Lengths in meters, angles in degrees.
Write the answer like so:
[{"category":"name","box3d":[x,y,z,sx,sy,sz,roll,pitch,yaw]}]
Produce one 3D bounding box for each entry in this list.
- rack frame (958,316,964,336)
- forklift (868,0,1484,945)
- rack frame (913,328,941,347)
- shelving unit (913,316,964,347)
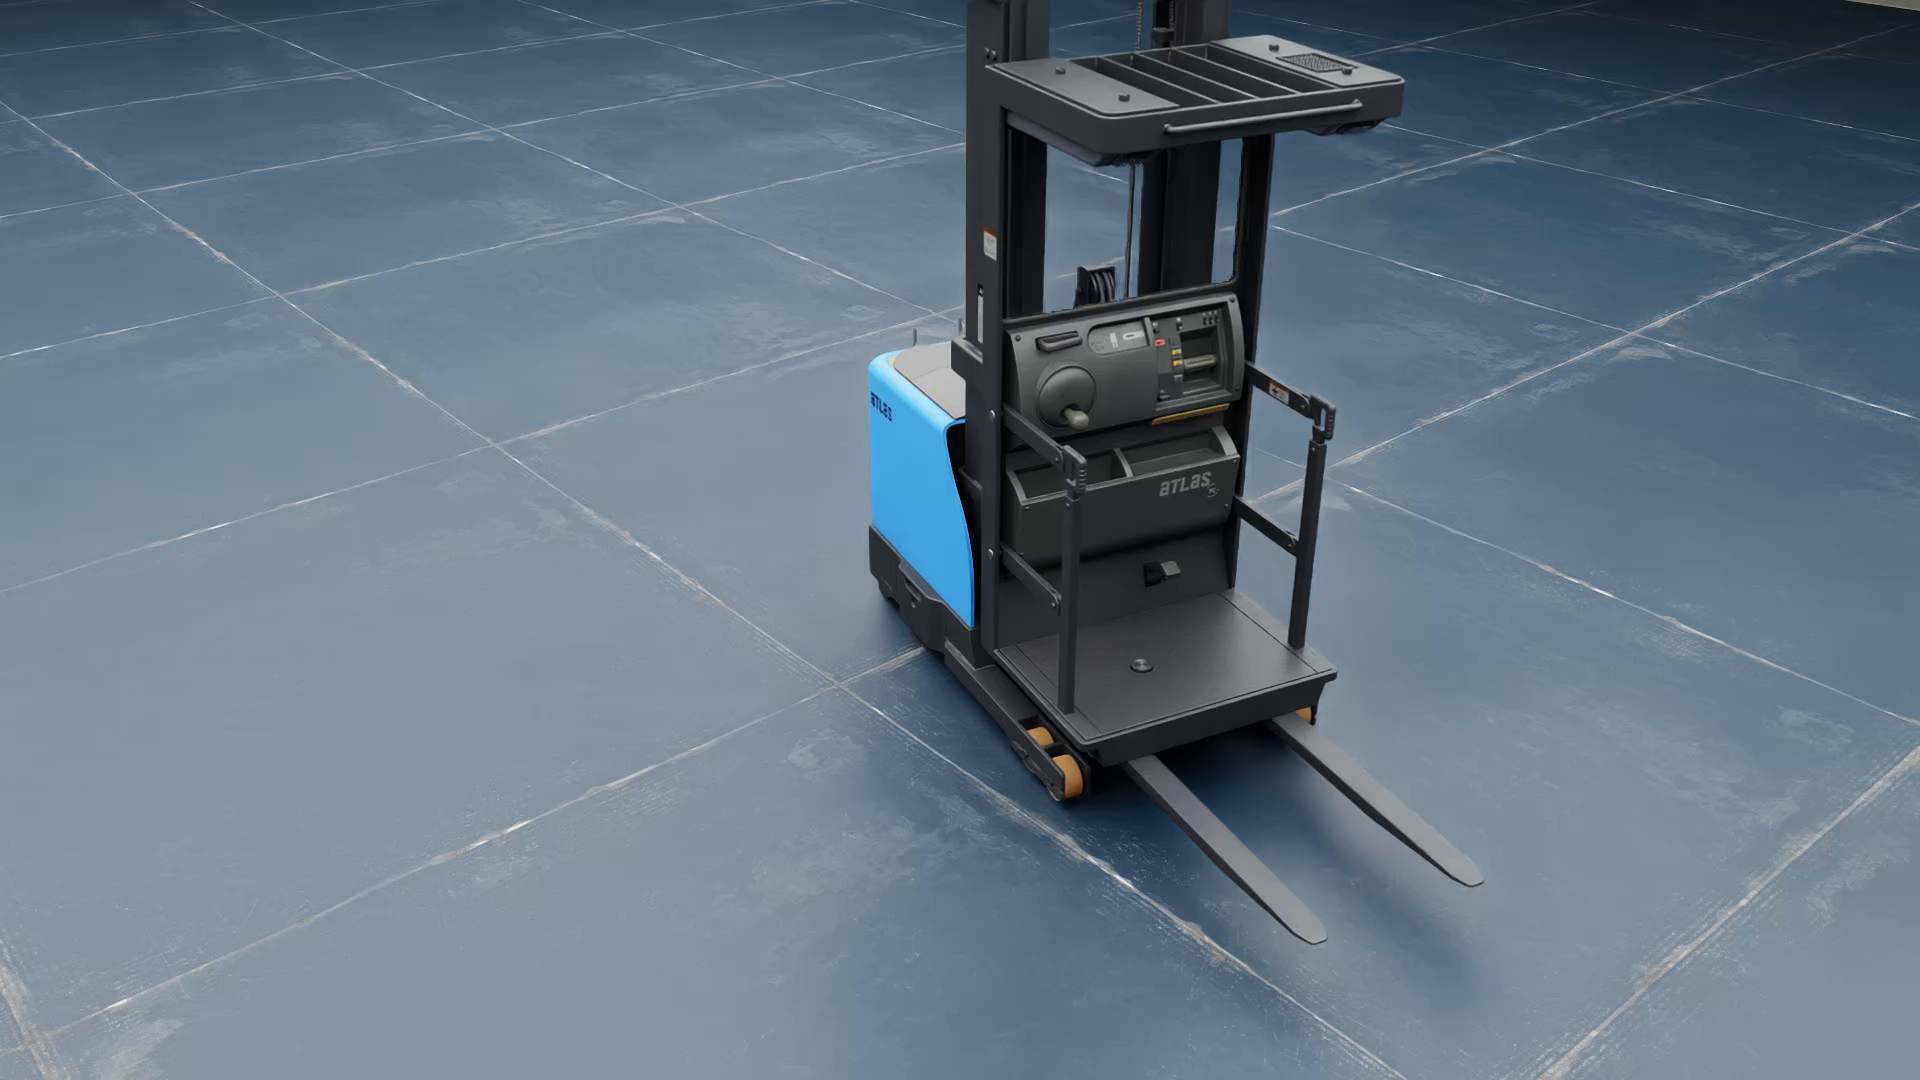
[{"category":"rack frame","box3d":[0.054,-0.491,7.554,0.008,1.050,0.200,-19,33,-31]},{"category":"forklift","box3d":[0.699,-0.590,5.744,1.130,2.935,3.031,-13,31,-23]},{"category":"rack frame","box3d":[-0.143,-0.423,7.427,0.008,1.050,0.200,-19,33,-31]},{"category":"shelving unit","box3d":[-0.045,-0.457,7.491,0.252,1.050,0.215,-19,33,-31]}]
